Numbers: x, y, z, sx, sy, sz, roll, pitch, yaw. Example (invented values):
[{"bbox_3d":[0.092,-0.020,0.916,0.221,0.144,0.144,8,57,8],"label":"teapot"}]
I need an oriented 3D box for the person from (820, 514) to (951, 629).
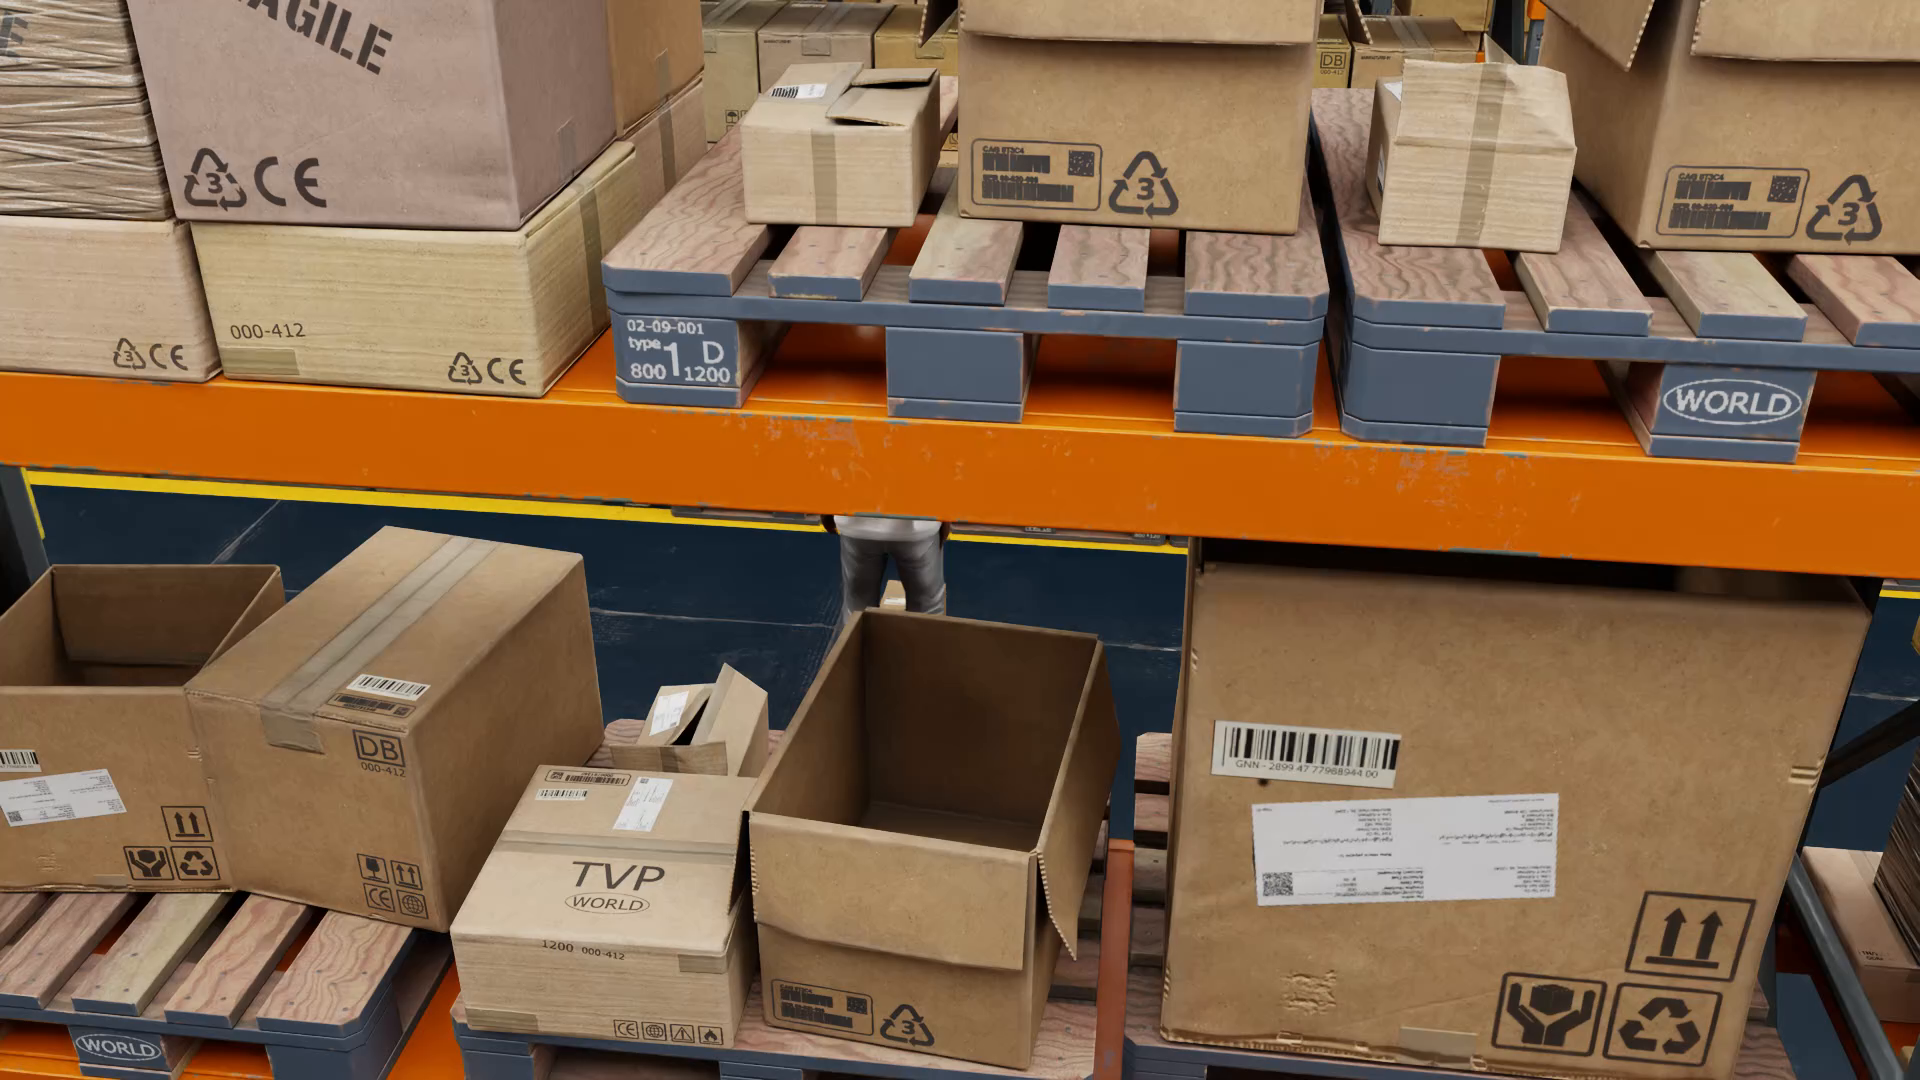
[{"bbox_3d":[-0.281,-0.084,6.274,0.575,1.747,0.390,4,28,7],"label":"person"}]
